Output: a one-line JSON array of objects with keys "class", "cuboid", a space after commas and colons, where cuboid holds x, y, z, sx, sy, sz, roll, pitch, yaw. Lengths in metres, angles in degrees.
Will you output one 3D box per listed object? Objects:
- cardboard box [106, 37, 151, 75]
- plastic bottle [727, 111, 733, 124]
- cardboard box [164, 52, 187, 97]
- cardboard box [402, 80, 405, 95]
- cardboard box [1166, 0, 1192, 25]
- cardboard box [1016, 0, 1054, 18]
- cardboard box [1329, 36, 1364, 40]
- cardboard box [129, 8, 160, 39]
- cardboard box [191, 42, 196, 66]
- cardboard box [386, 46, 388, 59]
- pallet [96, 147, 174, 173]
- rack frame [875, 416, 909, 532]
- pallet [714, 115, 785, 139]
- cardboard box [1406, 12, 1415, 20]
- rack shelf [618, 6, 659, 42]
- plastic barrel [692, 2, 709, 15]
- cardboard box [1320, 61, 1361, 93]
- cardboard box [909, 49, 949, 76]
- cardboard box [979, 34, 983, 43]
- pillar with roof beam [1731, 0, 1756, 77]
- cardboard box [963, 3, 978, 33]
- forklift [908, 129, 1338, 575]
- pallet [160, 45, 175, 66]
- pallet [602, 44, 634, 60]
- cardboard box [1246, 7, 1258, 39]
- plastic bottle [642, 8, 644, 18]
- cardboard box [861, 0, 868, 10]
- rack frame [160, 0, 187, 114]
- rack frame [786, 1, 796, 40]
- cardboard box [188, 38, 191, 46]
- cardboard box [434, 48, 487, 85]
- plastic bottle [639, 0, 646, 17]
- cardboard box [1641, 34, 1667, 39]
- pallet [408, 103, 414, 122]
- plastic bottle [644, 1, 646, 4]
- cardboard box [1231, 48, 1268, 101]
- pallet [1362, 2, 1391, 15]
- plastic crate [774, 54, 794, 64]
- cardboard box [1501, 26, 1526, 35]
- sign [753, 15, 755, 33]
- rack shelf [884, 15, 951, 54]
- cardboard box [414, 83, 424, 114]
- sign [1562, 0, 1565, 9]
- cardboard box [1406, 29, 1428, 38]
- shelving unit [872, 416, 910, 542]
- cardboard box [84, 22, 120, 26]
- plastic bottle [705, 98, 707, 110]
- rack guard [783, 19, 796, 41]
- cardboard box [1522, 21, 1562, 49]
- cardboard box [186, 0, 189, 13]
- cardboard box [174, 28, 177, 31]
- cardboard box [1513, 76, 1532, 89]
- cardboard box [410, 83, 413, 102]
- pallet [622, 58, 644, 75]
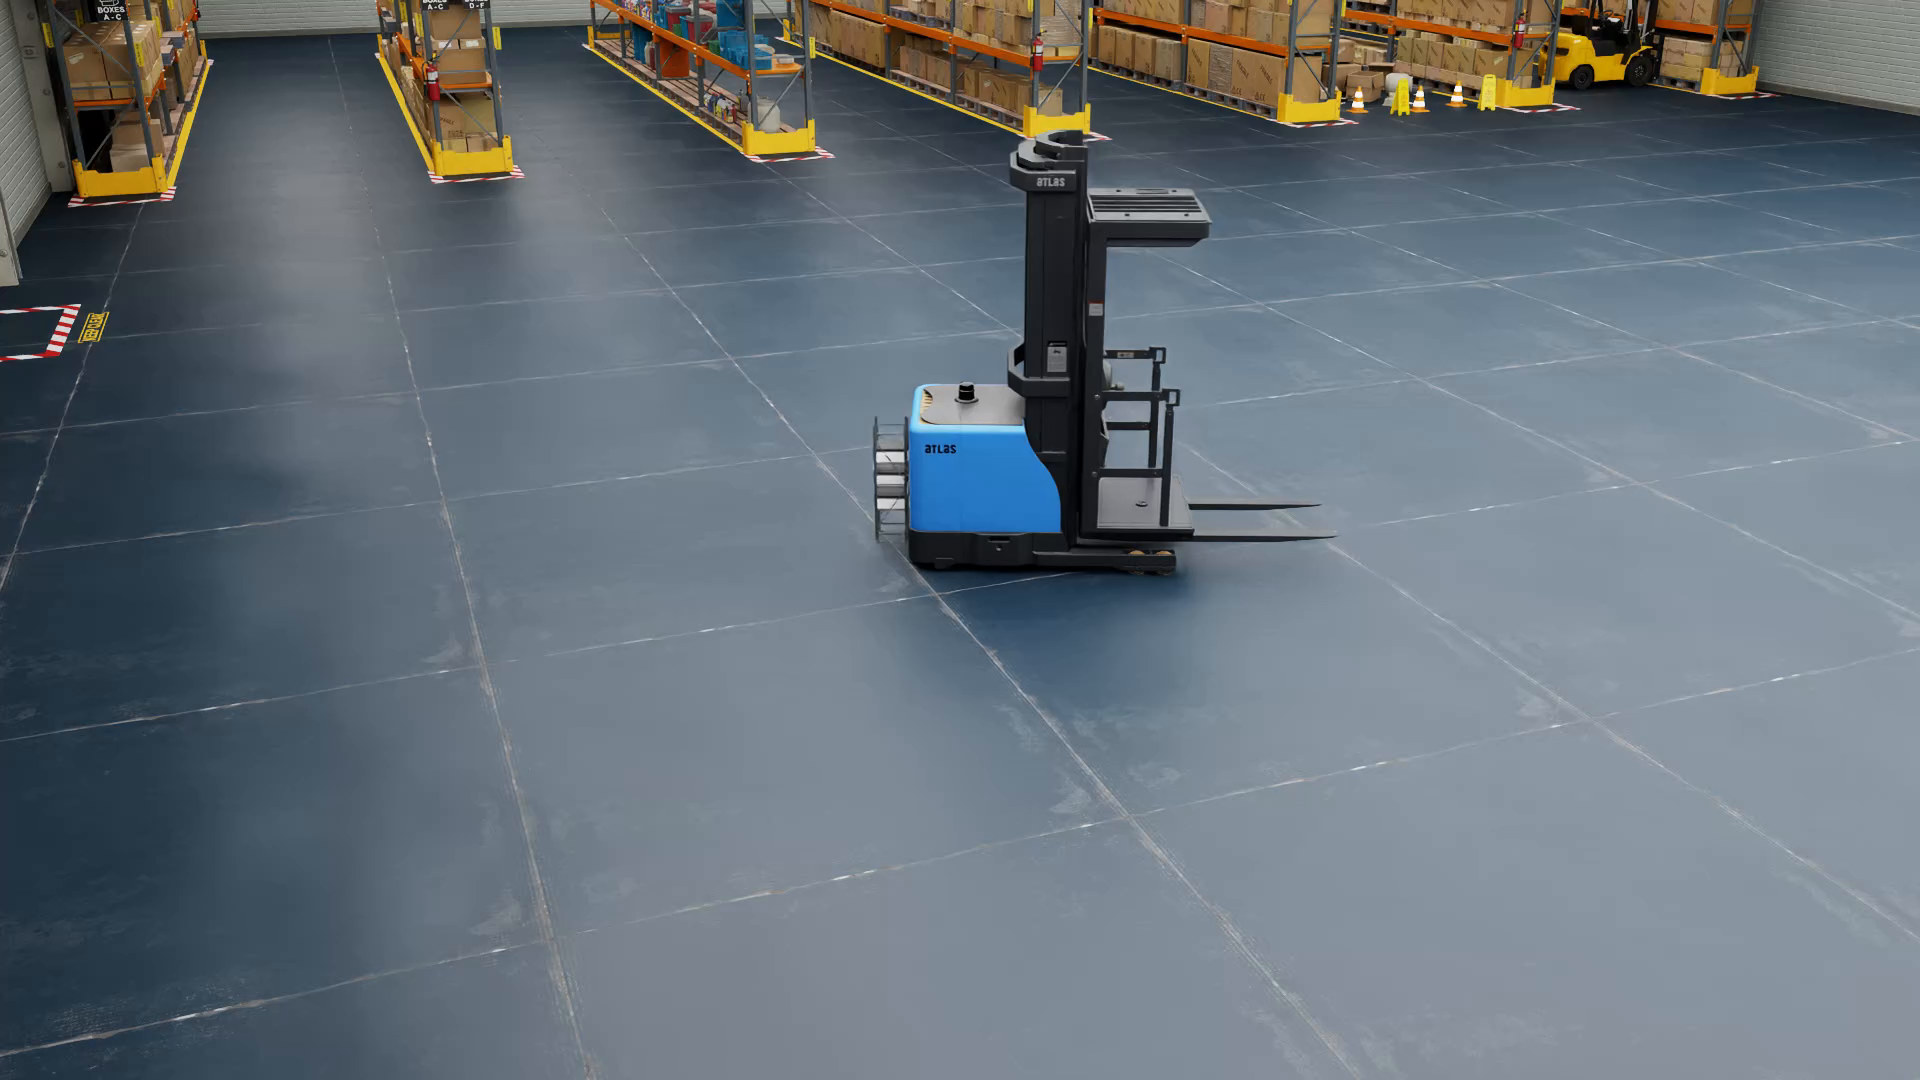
[{"class": "cardboard box", "cuboid": [-12.239, -7.112, 24.464, 0.500, 0.500, 0.500, -8, 24, -19]}, {"class": "plastic bottle", "cuboid": [-3.977, -7.310, 28.769, 0.097, 0.201, 0.097, 0, 23, 0]}, {"class": "cardboard box", "cuboid": [-15.149, -8.826, 31.554, 0.750, 0.750, 0.750, -9, 24, -20]}, {"class": "cardboard box", "cuboid": [-10.469, -8.714, 32.063, 0.500, 0.250, 0.500, -8, 24, -19]}, {"class": "cardboard box", "cuboid": [4.544, -10.766, 33.802, 0.500, 0.500, 0.500, -8, 24, -19]}, {"class": "cardboard box", "cuboid": [1.290, -9.279, 28.605, 0.500, 0.500, 0.500, -8, 24, -19]}, {"class": "cardboard box", "cuboid": [8.619, -11.245, 37.910, 0.950, 0.372, 0.625, -9, 24, -20]}, {"class": "cardboard box", "cuboid": [-14.376, -8.967, 28.968, 0.700, 0.500, 0.500, -8, 24, -19]}, {"class": "cardboard box", "cuboid": [-16.947, -10.488, 35.950, 0.700, 0.500, 0.500, -8, 24, -18]}, {"class": "cardboard box", "cuboid": [-12.524, -10.876, 37.088, 0.500, 0.311, 0.500, -8, 24, -19]}, {"class": "pallet", "cuboid": [-12.894, -5.916, 26.014, 1.003, 0.211, 1.213, -8, 24, -19]}, {"class": "rack frame", "cuboid": [-0.497, -0.479, 12.227, 0.240, 0.900, 0.006, 0, 23, 1]}, {"class": "pallet", "cuboid": [-3.698, -7.265, 29.214, 1.003, 0.211, 1.213, -8, 24, -19]}, {"class": "cardboard box", "cuboid": [9.523, -10.924, 34.629, 0.380, 0.149, 0.250, -8, 24, -17]}, {"class": "rack shelf", "cuboid": [-6.451, -11.092, 35.631, 1.077, 0.370, 4.000, -8, 24, -19]}, {"class": "plastic barrel", "cuboid": [-5.032, -10.251, 32.565, 0.421, 0.512, 0.421, 0, 23, 0]}, {"class": "cardboard box", "cuboid": [7.660, -9.371, 33.661, 0.797, 0.637, 0.503, -8, 24, -19]}, {"class": "cardboard box", "cuboid": [-0.647, -9.987, 34.734, 0.700, 0.500, 0.500, -10, 25, -23]}, {"class": "cardboard box", "cuboid": [0.562, -9.237, 30.627, 0.380, 0.149, 0.250, -8, 24, -19]}, {"class": "pillar with roof beam", "cuboid": [12.199, -13.062, 31.655, 9.100, 9.000, 0.400, -8, 24, -19]}, {"class": "cardboard box", "cuboid": [0.547, -9.748, 31.003, 0.875, 0.500, 0.500, -8, 24, -19]}, {"class": "forklift", "cuboid": [1.161, -1.313, 11.592, 3.031, 2.935, 1.130, 0, 23, 1]}, {"class": "pallet", "cuboid": [-13.733, -8.093, 27.837, 1.003, 0.211, 1.213, -8, 24, -19]}, {"class": "pallet", "cuboid": [-7.888, -11.571, 39.432, 1.003, 0.211, 1.213, -8, 24, -19]}, {"class": "cardboard box", "cuboid": [5.923, -9.729, 31.277, 0.875, 0.550, 0.550, -8, 24, -19]}, {"class": "plastic bottle", "cuboid": [-6.632, -11.070, 34.907, 0.097, 0.201, 0.097, 0, 23, 0]}, {"class": "cardboard box", "cuboid": [-1.874, -11.938, 36.583, 0.500, 0.500, 0.500, -9, 25, -21]}, {"class": "rack frame", "cuboid": [-15.012, -9.337, 30.542, 1.000, 3.000, 0.127, -8, 24, -19]}, {"class": "rack frame", "cuboid": [-3.937, -14.283, 42.276, 1.000, 3.000, 0.127, -8, 24, -19]}, {"class": "cardboard box", "cuboid": [-16.544, -10.567, 35.301, 0.380, 0.149, 0.250, -8, 24, -17]}, {"class": "cardboard box", "cuboid": [-7.706, -7.329, 25.648, 0.700, 0.500, 0.500, -8, 24, -19]}, {"class": "plastic bottle", "cuboid": [-6.707, -11.241, 35.122, 0.144, 0.351, 0.185, -8, 24, -19]}, {"class": "cardboard box", "cuboid": [14.629, -10.575, 35.191, 0.500, 0.250, 0.500, -9, 24, -20]}, {"class": "pallet", "cuboid": [-9.698, -7.986, 30.927, 1.003, 0.211, 1.213, -8, 24, -19]}, {"class": "plastic bottle", "cuboid": [-6.722, -11.353, 35.489, 0.097, 0.271, 0.097, 0, 23, 0]}, {"class": "cardboard box", "cuboid": [5.777, -8.885, 31.662, 0.875, 0.875, 0.875, -9, 24, -20]}, {"class": "pallet", "cuboid": [9.440, -11.492, 35.900, 1.003, 0.211, 1.213, -8, 24, -19]}, {"class": "plastic crate", "cuboid": [-2.933, -8.038, 27.798, 0.298, 0.136, 0.250, -8, 24, -19]}, {"class": "cardboard box", "cuboid": [10.654, -9.820, 32.010, 0.380, 0.149, 0.250, -8, 24, -17]}, {"class": "sign", "cuboid": [-3.813, -9.442, 30.434, 0.100, 0.325, 0.005, -8, 24, -19]}, {"class": "rack shelf", "cuboid": [-0.404, -10.318, 33.795, 1.077, 0.370, 4.000, -8, 24, -19]}, {"class": "cardboard box", "cuboid": [-8.911, -7.445, 28.086, 0.500, 0.500, 0.500, -8, 24, -19]}, {"class": "sign", "cuboid": [11.494, -10.303, 31.717, 0.100, 0.325, 0.005, -8, 24, -19]}, {"class": "cardboard box", "cuboid": [9.517, -10.548, 34.614, 0.380, 0.149, 0.250, -8, 24, -18]}, {"class": "shelving unit", "cuboid": [-0.499, -0.440, 12.133, 0.258, 0.900, 0.210, 0, 23, 1]}, {"class": "cardboard box", "cuboid": [-13.629, -7.970, 26.500, 0.500, 0.500, 0.500, -9, 24, -20]}, {"class": "plastic bottle", "cuboid": [-4.593, -7.944, 30.272, 0.097, 0.201, 0.097, 0, 23, 0]}, {"class": "rack guard", "cuboid": [-3.945, -13.140, 42.782, 1.175, 0.500, 0.348, -8, 24, -19]}, {"class": "cardboard box", "cuboid": [13.487, -11.808, 38.921, 0.875, 0.625, 0.625, -9, 25, -21]}, {"class": "cardboard box", "cuboid": [-17.121, -11.657, 35.660, 0.980, 0.700, 0.700, -10, 25, -22]}, {"class": "cardboard box", "cuboid": [-15.008, -9.583, 31.423, 0.380, 0.149, 0.250, -8, 24, -17]}, {"class": "cardboard box", "cuboid": [10.960, -9.087, 32.947, 0.500, 0.250, 0.500, -9, 24, -19]}, {"class": "cardboard box", "cuboid": [-9.567, -8.046, 29.755, 0.500, 0.311, 0.500, -8, 24, -18]}, {"class": "pallet", "cuboid": [-6.924, -10.579, 37.078, 1.003, 0.211, 1.213, -8, 24, -19]}]
